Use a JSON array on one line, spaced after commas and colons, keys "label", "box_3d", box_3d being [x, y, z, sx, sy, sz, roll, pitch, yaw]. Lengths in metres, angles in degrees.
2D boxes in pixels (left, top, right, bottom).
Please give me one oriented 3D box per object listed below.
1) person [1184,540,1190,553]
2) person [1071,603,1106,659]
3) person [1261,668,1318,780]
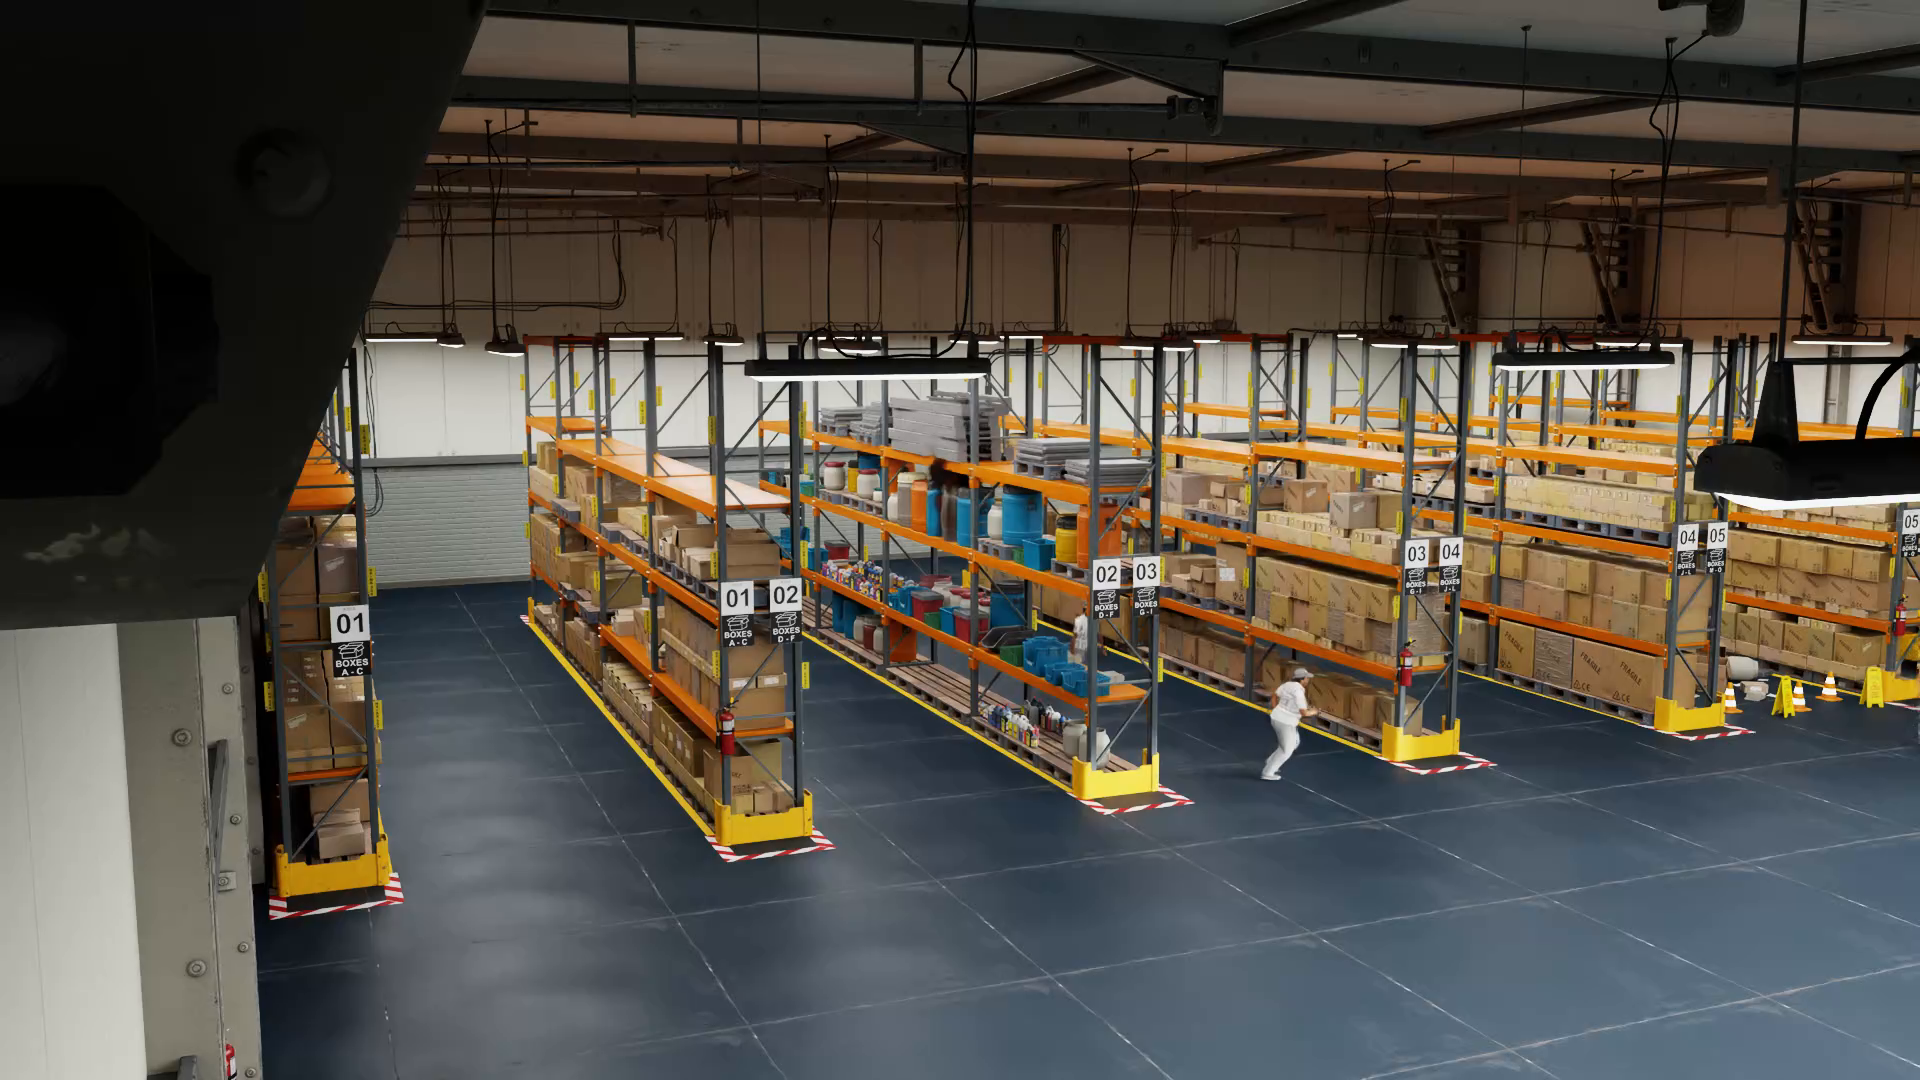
[{"label": "person", "box_3d": [5.684, -0.043, 42.360, 0.659, 1.494, 0.983, 6, 10, 38]}, {"label": "person", "box_3d": [2.053, 1.799, 28.155, 0.724, 1.594, 0.650, -3, 8, -18]}, {"label": "person", "box_3d": [4.547, 2.528, 22.931, 0.801, 1.568, 0.596, -1, 8, -7]}]
